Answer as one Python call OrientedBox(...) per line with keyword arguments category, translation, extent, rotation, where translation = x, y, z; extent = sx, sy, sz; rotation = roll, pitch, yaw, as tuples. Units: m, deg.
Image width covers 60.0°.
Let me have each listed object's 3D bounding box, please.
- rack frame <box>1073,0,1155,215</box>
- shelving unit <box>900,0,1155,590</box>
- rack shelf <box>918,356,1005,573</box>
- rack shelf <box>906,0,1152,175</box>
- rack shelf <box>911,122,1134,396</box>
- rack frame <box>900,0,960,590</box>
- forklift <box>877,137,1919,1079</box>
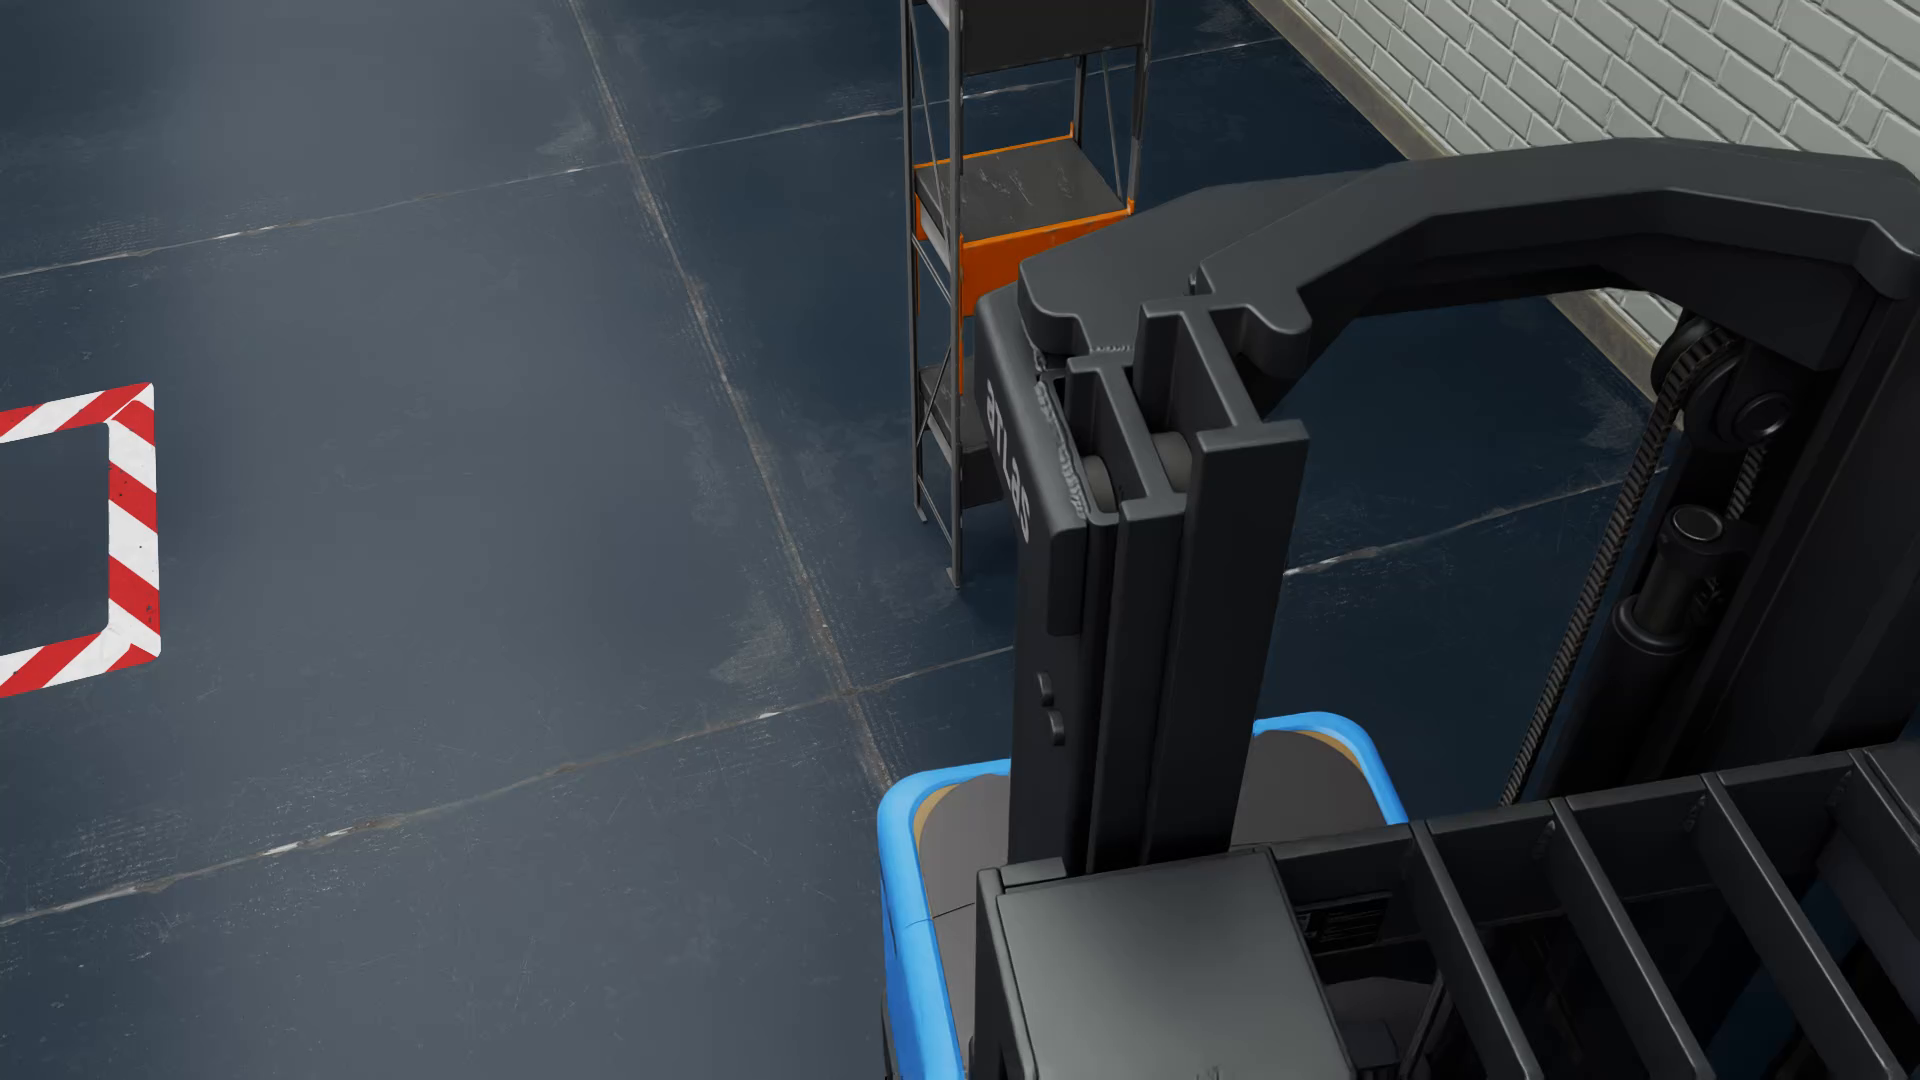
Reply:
OrientedBox(category="rack frame", translation=(0.385, -0.840, 4.604), extent=(0.015, 2.100, 0.400), rotation=(-14, 47, -14))
OrientedBox(category="shelving unit", translation=(0.156, -0.781, 4.546), extent=(0.503, 2.100, 0.431), rotation=(-14, 47, -14))
OrientedBox(category="rack shelf", translation=(0.156, -0.277, 5.051), extent=(0.480, 0.518, 0.431), rotation=(-14, 47, -14))
OrientedBox(category="rack shelf", translation=(0.156, -1.266, 4.060), extent=(0.480, 0.518, 0.431), rotation=(-14, 47, -14))
OrientedBox(category="rack shelf", translation=(0.156, -0.771, 4.556), extent=(0.480, 0.518, 0.431), rotation=(-14, 47, -14))
OrientedBox(category="rack frame", translation=(-0.074, -0.722, 4.487), extent=(0.015, 2.100, 0.400), rotation=(-14, 47, -14))
OrientedBox(category="forklift", translation=(0.603, 1.153, 2.031), extent=(1.130, 2.935, 3.031), rotation=(-8, 46, -8))
